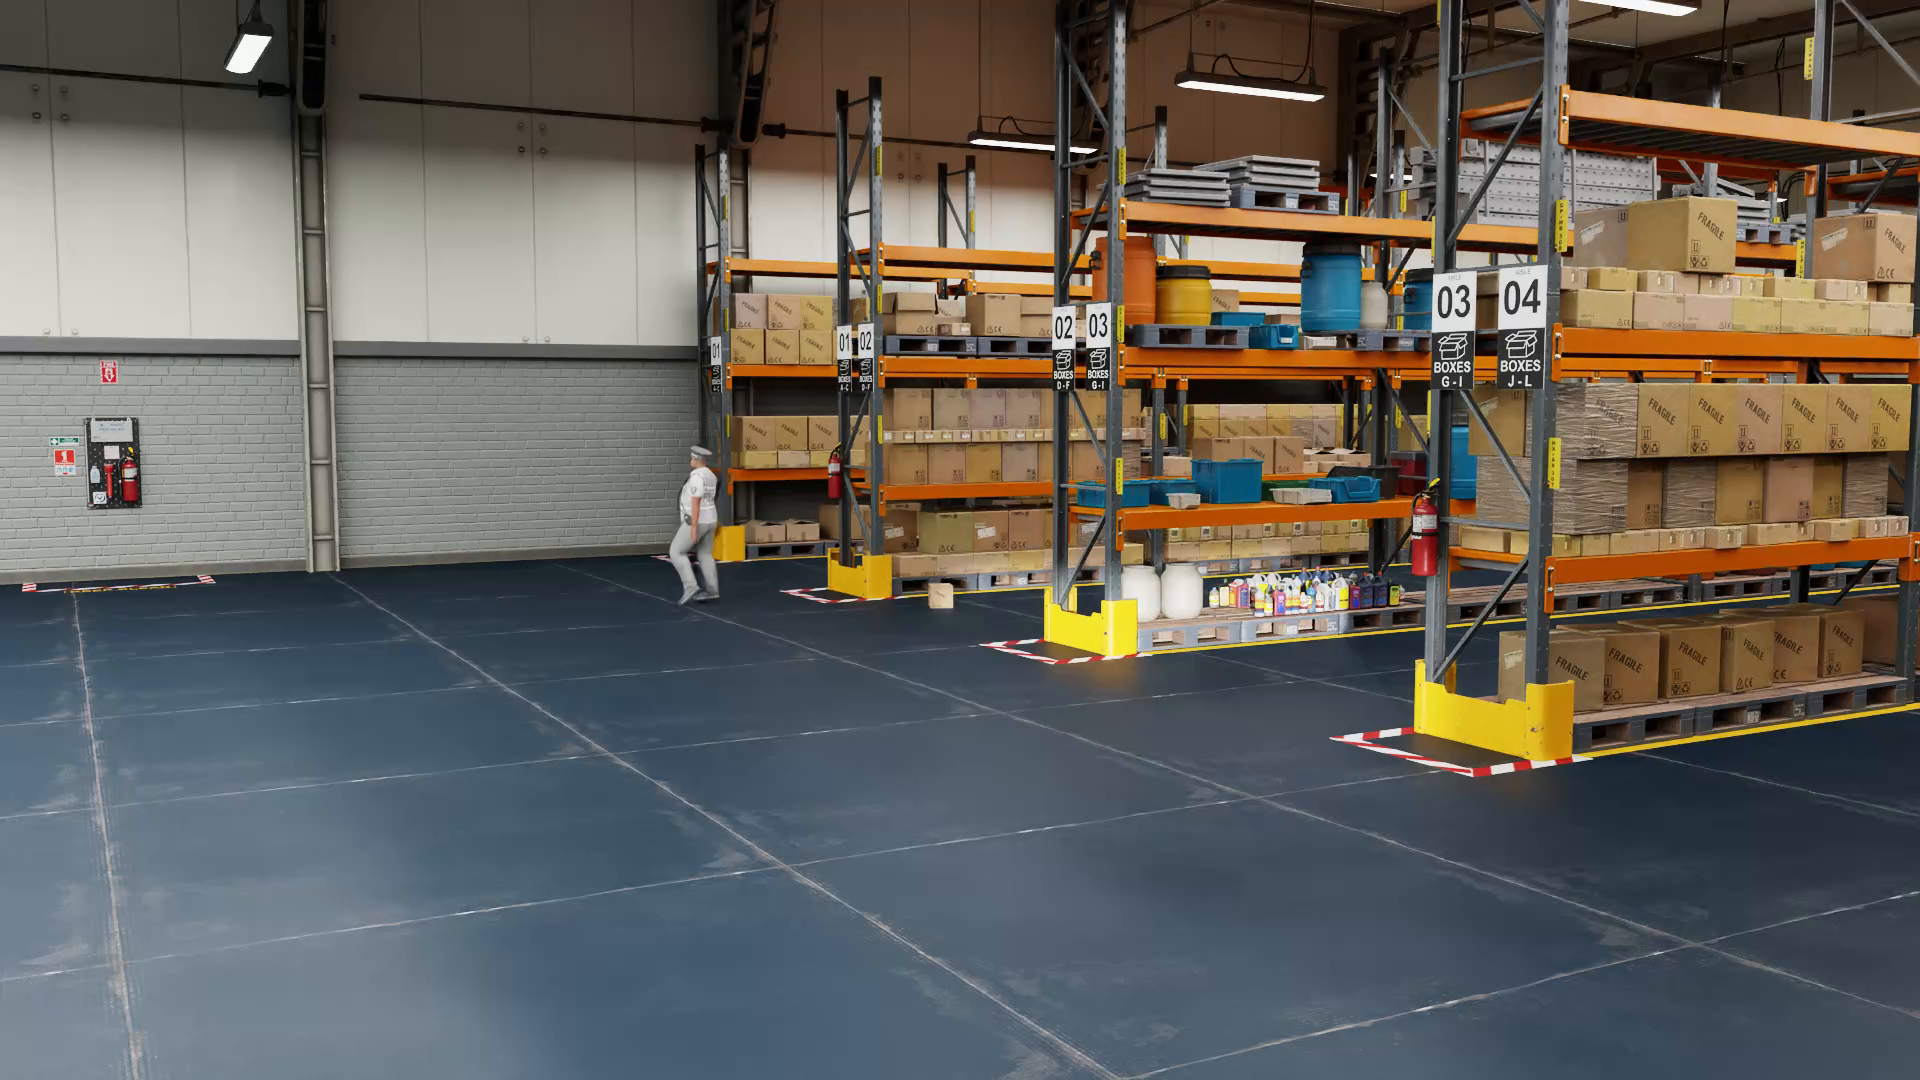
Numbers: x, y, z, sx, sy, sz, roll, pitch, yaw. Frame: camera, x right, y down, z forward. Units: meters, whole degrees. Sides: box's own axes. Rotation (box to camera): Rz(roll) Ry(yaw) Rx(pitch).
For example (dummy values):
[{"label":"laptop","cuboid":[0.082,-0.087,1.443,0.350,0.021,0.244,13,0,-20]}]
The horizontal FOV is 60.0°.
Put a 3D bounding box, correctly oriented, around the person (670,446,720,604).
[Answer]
[{"label":"person","cuboid":[-3.019,-0.159,19.036,0.506,1.835,0.585,2,5,19]}]
